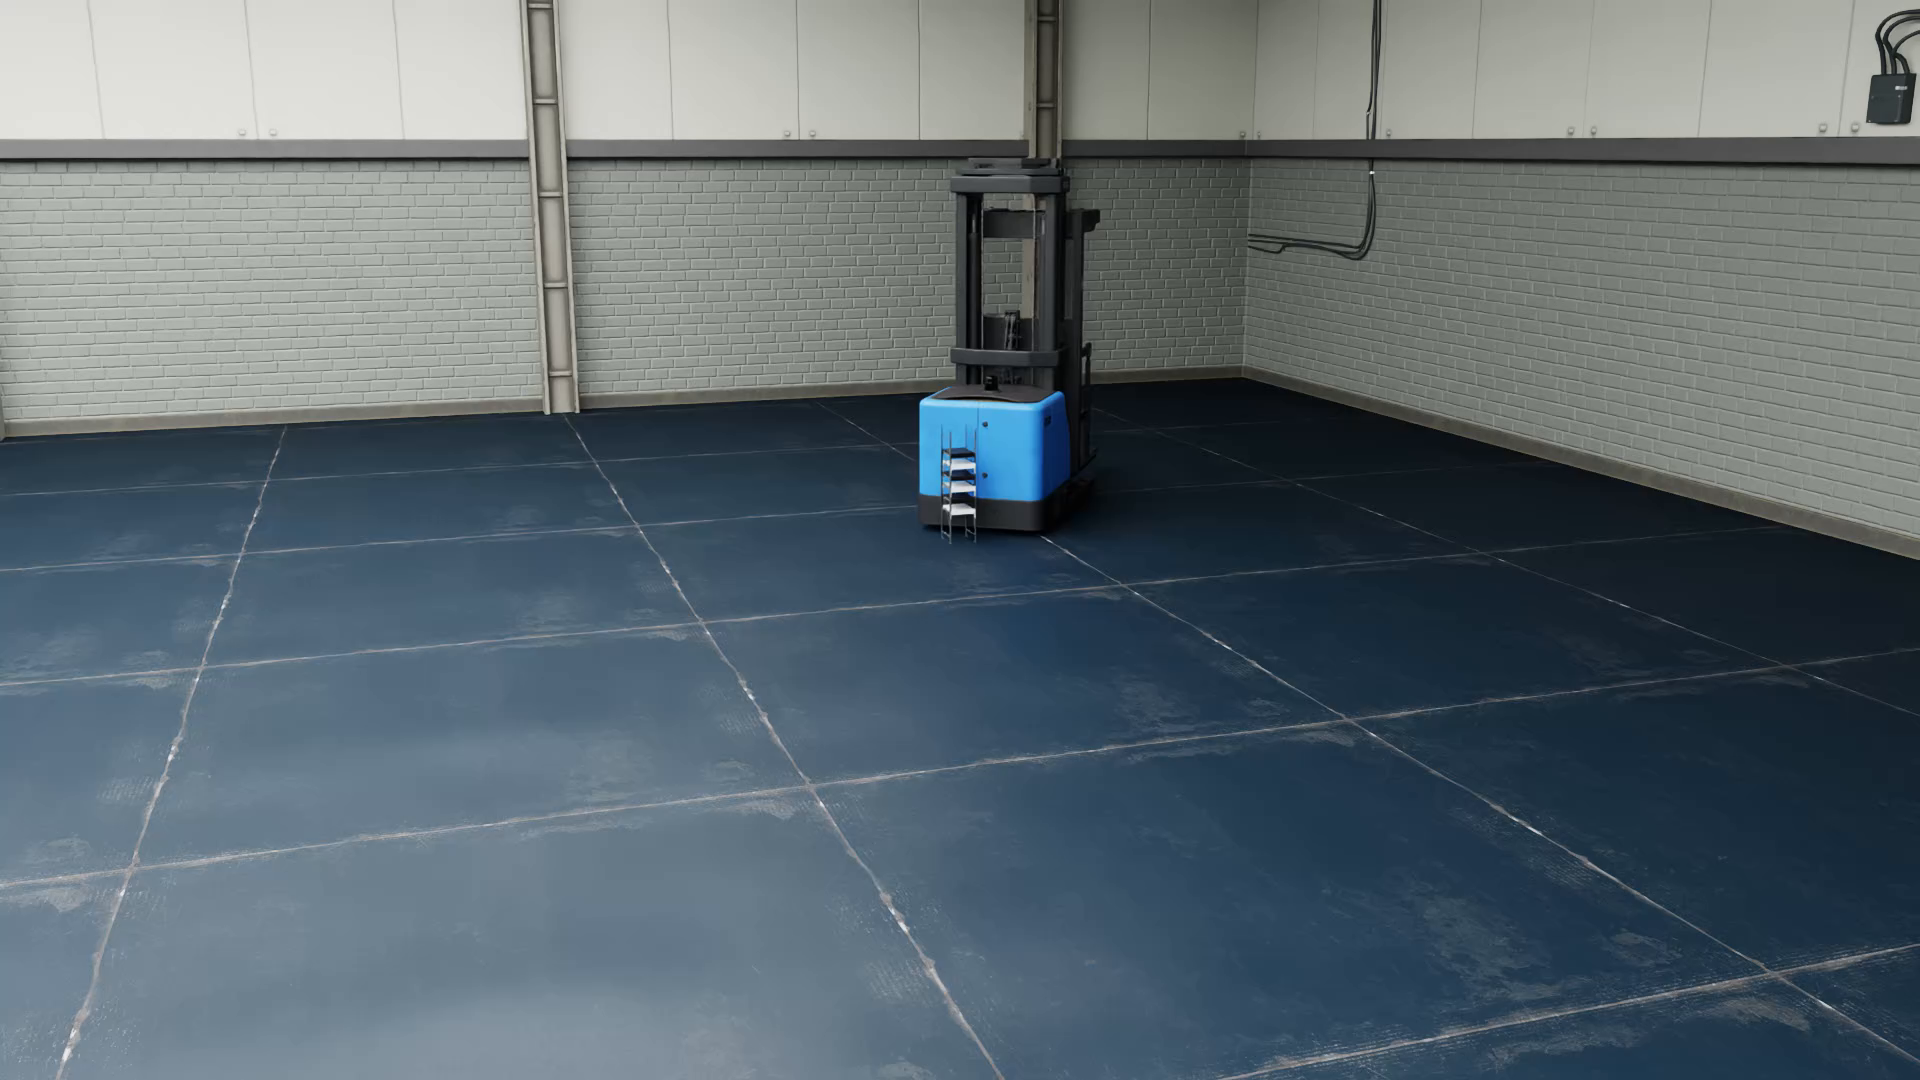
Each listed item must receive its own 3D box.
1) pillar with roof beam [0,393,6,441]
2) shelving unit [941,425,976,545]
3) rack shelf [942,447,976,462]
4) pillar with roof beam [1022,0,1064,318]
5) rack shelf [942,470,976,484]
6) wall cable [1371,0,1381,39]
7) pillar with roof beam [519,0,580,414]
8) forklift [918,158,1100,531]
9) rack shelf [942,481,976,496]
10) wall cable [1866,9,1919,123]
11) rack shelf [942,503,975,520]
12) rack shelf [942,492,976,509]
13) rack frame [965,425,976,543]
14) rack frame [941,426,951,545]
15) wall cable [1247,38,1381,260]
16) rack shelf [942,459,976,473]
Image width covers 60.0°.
[{"bbox_3d":[-8.977,-4.494,12.591,0.400,9.000,9.100,-4,14,-18],"label":"pillar with roof beam"},{"bbox_3d":[-0.014,-0.433,13.018,0.210,0.900,0.258,-4,14,-18],"label":"shelving unit"},{"bbox_3d":[-0.014,-0.663,12.963,0.200,0.077,0.258,-4,14,-18],"label":"rack shelf"},{"bbox_3d":[2.396,-5.380,16.315,0.400,9.000,9.100,-4,14,-18],"label":"pillar with roof beam"},{"bbox_3d":[-0.014,-0.488,13.004,0.200,0.077,0.258,-4,14,-18],"label":"rack shelf"},{"bbox_3d":[5.100,-6.605,17.259,0.112,2.526,3.097,-4,14,-18],"label":"wall cable"},{"bbox_3d":[-3.291,-4.937,14.453,0.400,9.000,9.100,-4,14,-18],"label":"pillar with roof beam"},{"bbox_3d":[0.569,-1.790,14.335,1.130,2.935,3.031,4,14,16],"label":"forklift"},{"bbox_3d":[-0.014,-0.400,13.025,0.200,0.077,0.258,-4,14,-18],"label":"rack shelf"},{"bbox_3d":[7.250,-5.823,10.827,0.169,6.003,2.305,-4,14,-18],"label":"wall cable"},{"bbox_3d":[-0.014,-0.225,13.067,0.200,0.077,0.258,-4,14,-18],"label":"rack shelf"},{"bbox_3d":[-0.014,-0.313,13.046,0.200,0.077,0.258,-4,14,-18],"label":"rack shelf"},{"bbox_3d":[0.083,-0.440,13.049,0.006,0.900,0.240,-4,14,-18],"label":"rack frame"},{"bbox_3d":[-0.110,-0.425,12.986,0.006,0.900,0.240,-4,14,-18],"label":"rack frame"},{"bbox_3d":[4.237,-4.741,20.338,0.112,2.526,3.097,-4,14,-18],"label":"wall cable"},{"bbox_3d":[-0.014,-0.575,12.984,0.200,0.077,0.258,-4,14,-18],"label":"rack shelf"}]
